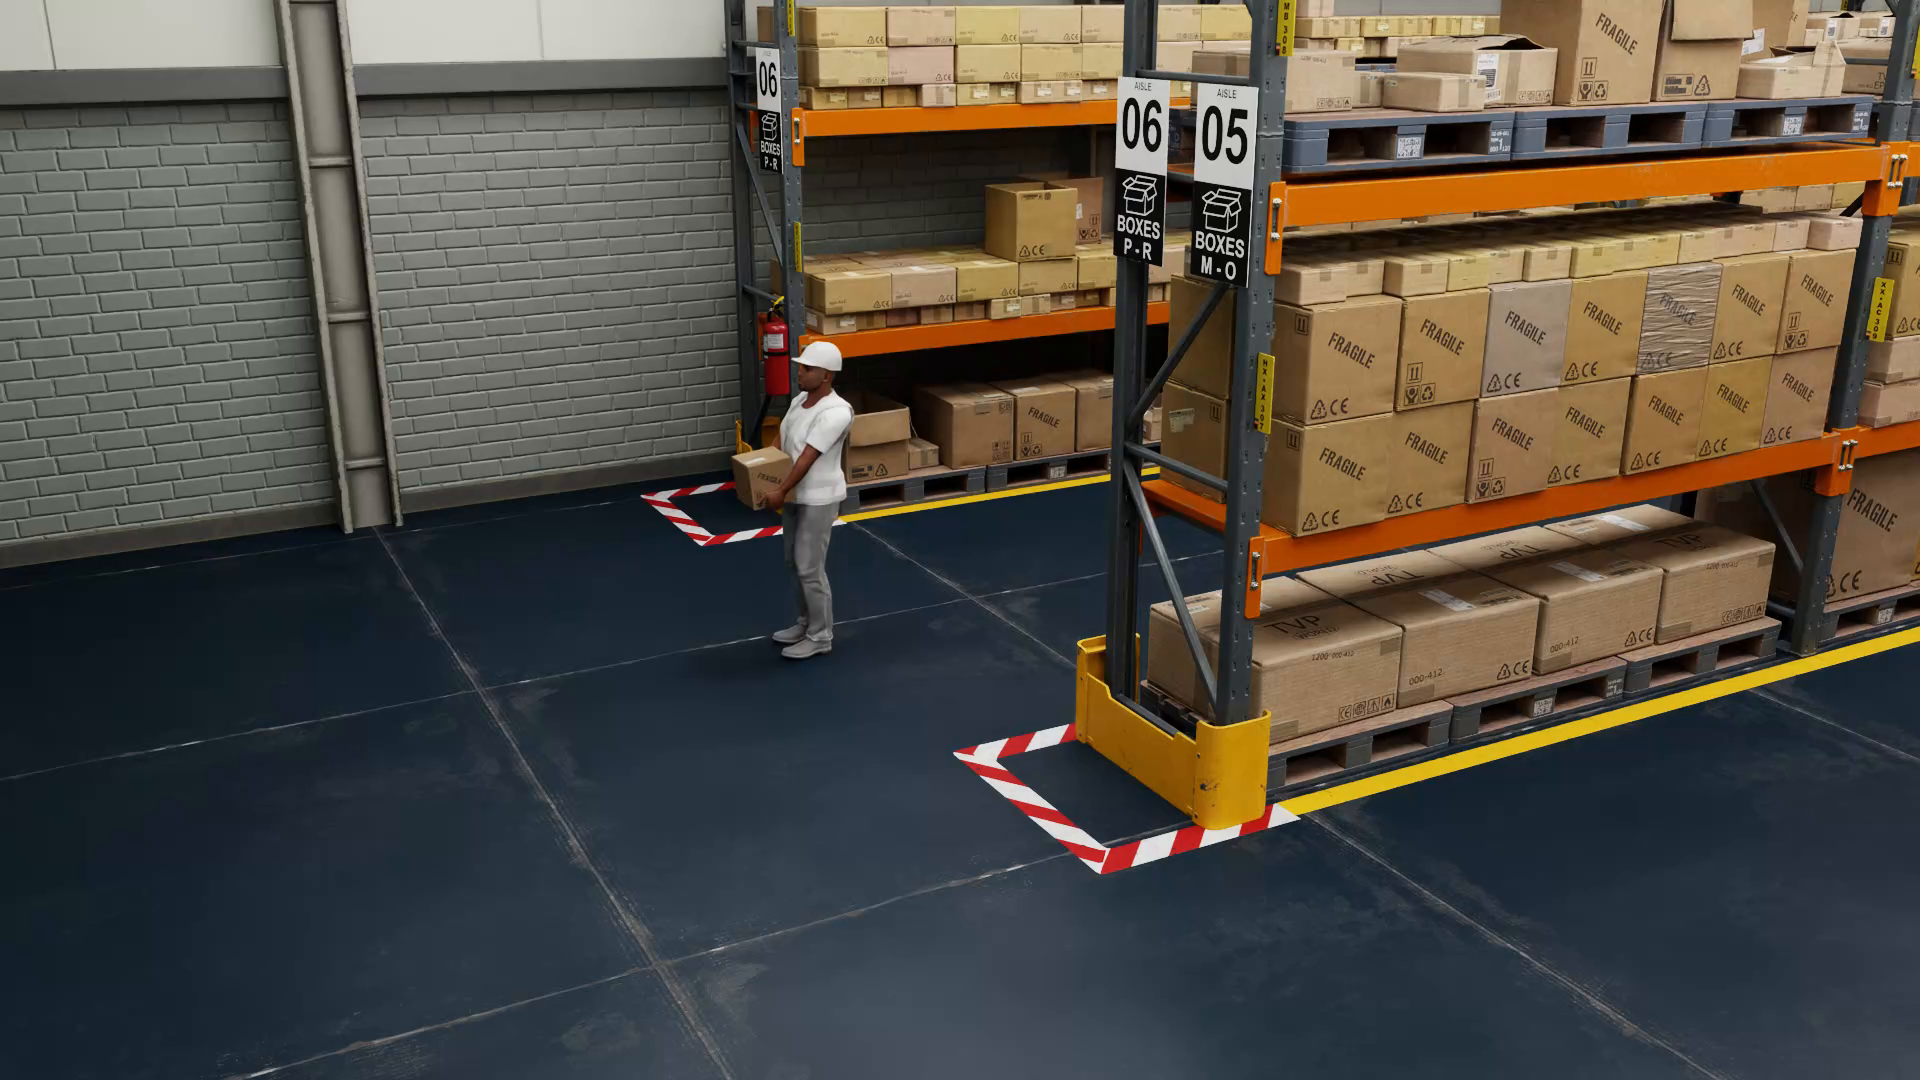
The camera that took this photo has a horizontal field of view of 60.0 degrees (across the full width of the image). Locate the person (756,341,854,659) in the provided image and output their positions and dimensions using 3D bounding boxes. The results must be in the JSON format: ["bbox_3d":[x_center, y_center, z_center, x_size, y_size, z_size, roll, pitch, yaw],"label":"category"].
[{"bbox_3d":[-0.899,-0.215,9.178,0.577,1.761,0.502,-10,21,-27],"label":"person"}]
